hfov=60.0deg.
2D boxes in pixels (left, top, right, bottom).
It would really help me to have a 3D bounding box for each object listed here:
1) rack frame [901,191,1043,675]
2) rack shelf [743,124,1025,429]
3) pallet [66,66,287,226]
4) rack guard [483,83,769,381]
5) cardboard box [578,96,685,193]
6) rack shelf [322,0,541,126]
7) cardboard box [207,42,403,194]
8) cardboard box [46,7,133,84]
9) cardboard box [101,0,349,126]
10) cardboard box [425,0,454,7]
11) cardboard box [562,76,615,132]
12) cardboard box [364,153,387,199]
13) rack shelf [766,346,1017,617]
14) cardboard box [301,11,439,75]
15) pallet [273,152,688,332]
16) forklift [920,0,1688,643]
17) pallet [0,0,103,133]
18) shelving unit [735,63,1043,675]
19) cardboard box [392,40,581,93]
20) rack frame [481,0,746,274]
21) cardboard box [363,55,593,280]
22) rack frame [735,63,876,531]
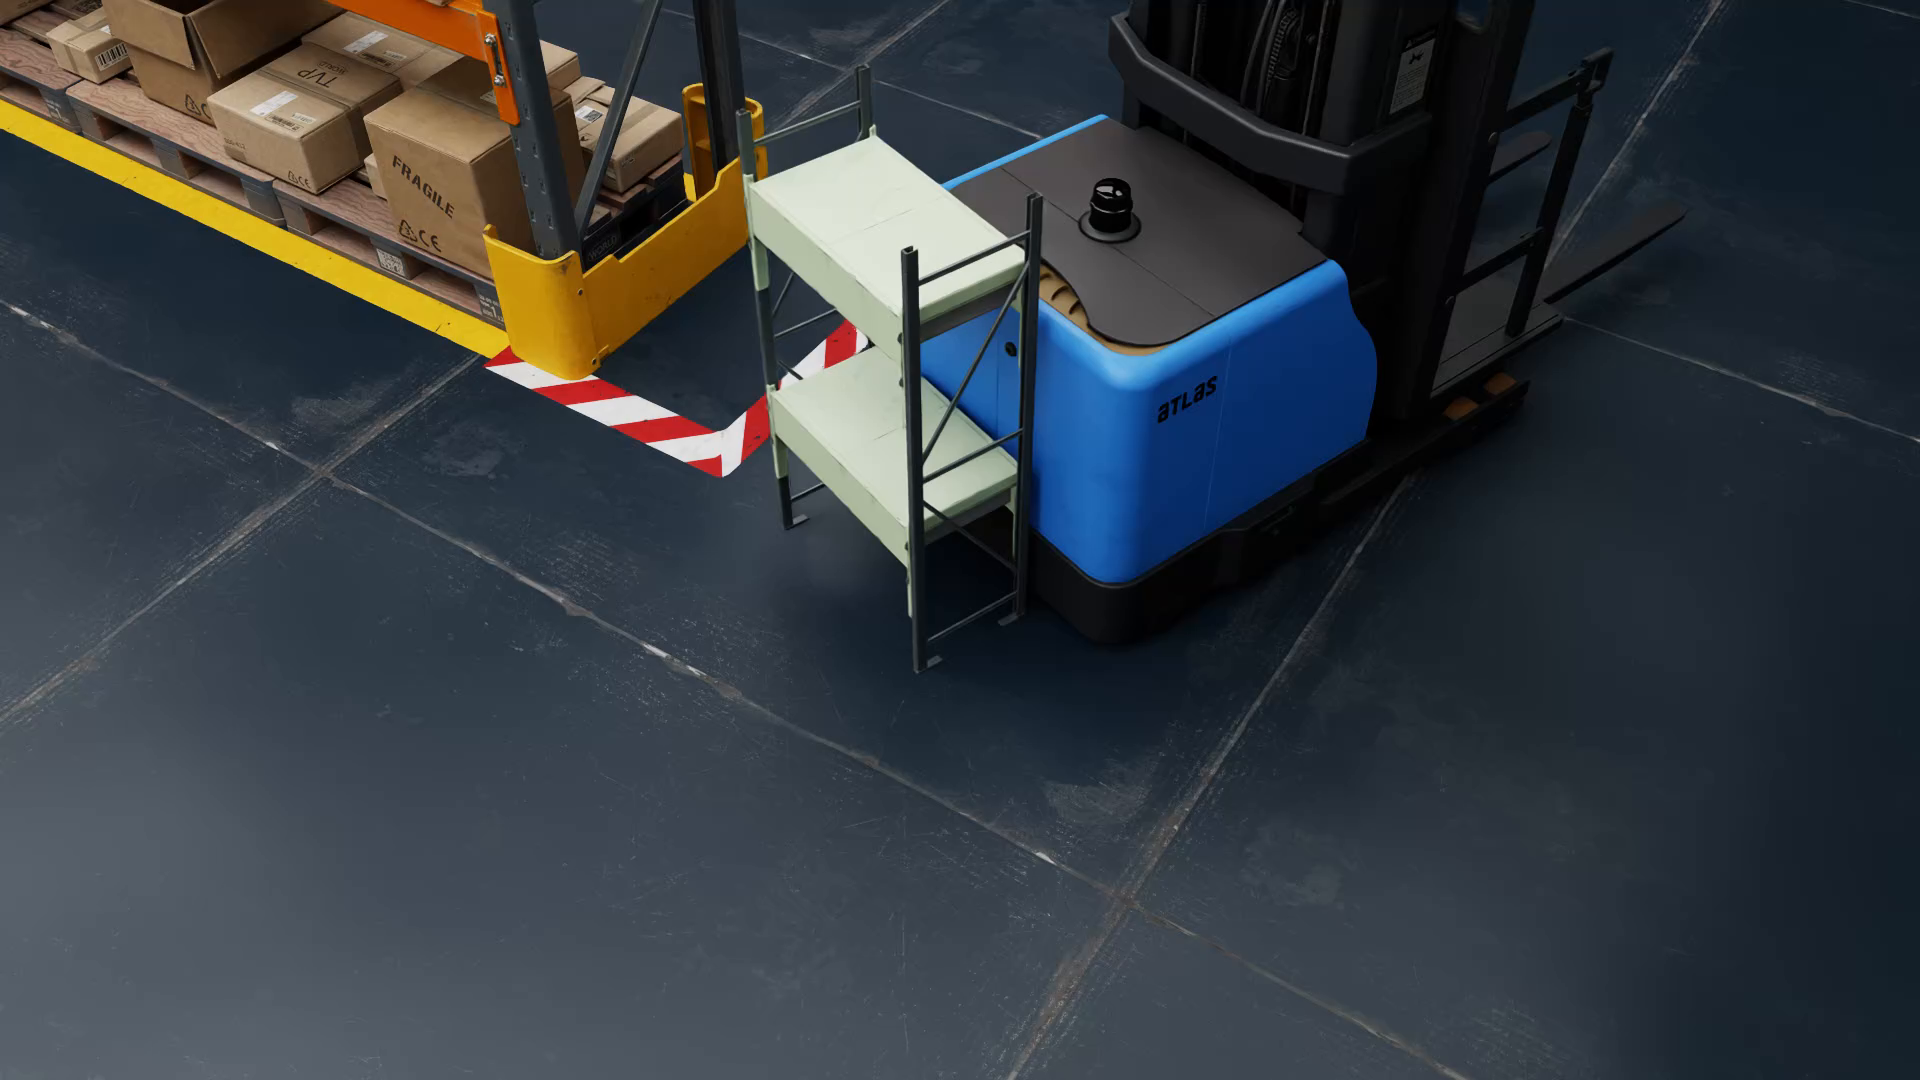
[{"bbox_3d":[0.031,-0.219,4.417,0.400,1.500,0.023,-28,52,-24],"label":"rack frame"},{"bbox_3d":[-0.186,-0.702,4.343,0.431,0.370,0.720,-28,52,-24],"label":"rack shelf"},{"bbox_3d":[-2.853,-1.810,6.862,1.213,0.211,1.003,25,51,22],"label":"pallet"},{"bbox_3d":[-1.159,-1.130,6.000,0.348,0.500,1.175,25,51,22],"label":"rack guard"},{"bbox_3d":[-1.262,-1.501,6.298,0.250,0.149,0.380,25,51,22],"label":"cardboard box"},{"bbox_3d":[-2.778,-2.495,6.085,4.000,0.370,1.077,25,51,22],"label":"rack shelf"},{"bbox_3d":[-2.469,-1.615,6.338,0.500,0.250,0.500,25,51,22],"label":"cardboard box"},{"bbox_3d":[-3.492,-2.064,6.833,0.250,0.166,0.380,25,51,22],"label":"cardboard box"},{"bbox_3d":[-2.878,-2.079,6.613,0.637,0.503,0.797,25,51,22],"label":"cardboard box"},{"bbox_3d":[-1.619,-2.016,5.047,0.500,0.500,0.500,26,51,23],"label":"cardboard box"},{"bbox_3d":[-1.472,-1.604,6.386,0.250,0.166,0.380,25,51,22],"label":"cardboard box"},{"bbox_3d":[-1.978,-1.411,6.198,0.250,0.166,0.380,25,51,22],"label":"cardboard box"},{"bbox_3d":[-0.186,-0.203,4.856,0.431,0.370,0.720,-28,52,-24],"label":"rack shelf"},{"bbox_3d":[-2.241,-1.936,6.650,0.500,0.250,0.500,25,51,22],"label":"cardboard box"},{"bbox_3d":[-1.830,-1.337,6.403,1.213,0.211,1.003,25,51,22],"label":"pallet"},{"bbox_3d":[1.287,-1.605,4.766,3.031,2.935,1.130,-29,53,-26],"label":"forklift"},{"bbox_3d":[-3.884,-2.282,7.321,1.213,0.211,1.003,25,51,22],"label":"pallet"},{"bbox_3d":[-0.186,-0.430,4.622,0.431,1.500,0.755,-28,52,-24],"label":"shelving unit"},{"bbox_3d":[-1.820,-1.742,6.462,0.500,0.250,0.500,25,51,22],"label":"cardboard box"},{"bbox_3d":[-1.095,-1.972,5.074,0.127,3.000,1.000,25,51,22],"label":"rack frame"},{"bbox_3d":[-1.685,-1.316,5.873,0.500,0.500,0.500,25,51,22],"label":"cardboard box"},{"bbox_3d":[-0.403,-0.642,4.828,0.400,1.500,0.023,-28,52,-24],"label":"rack frame"}]
